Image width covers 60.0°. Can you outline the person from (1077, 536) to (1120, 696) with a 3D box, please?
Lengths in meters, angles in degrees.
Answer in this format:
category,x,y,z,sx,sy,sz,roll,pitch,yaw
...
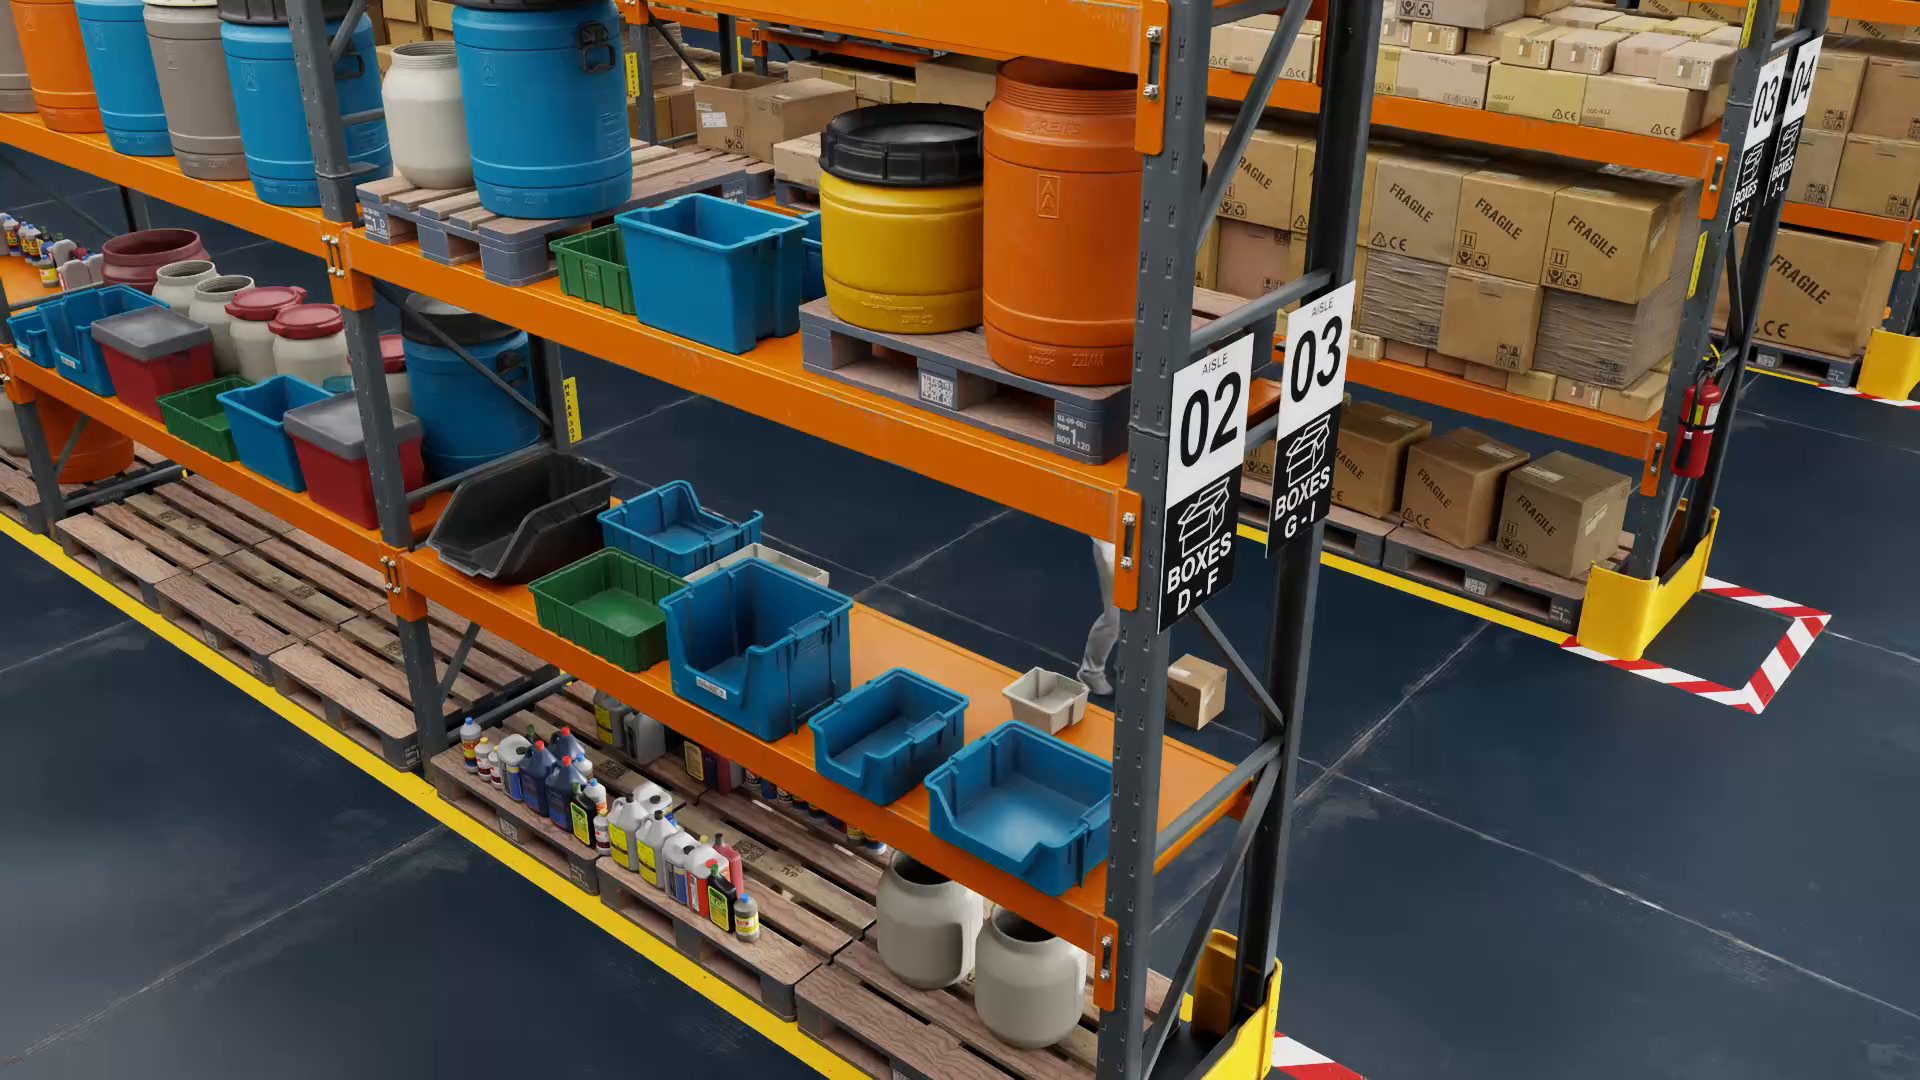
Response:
category,x,y,z,sx,sy,sz,roll,pitch,yaw
person,0.864,0.040,8.594,0.380,1.723,0.473,22,35,36
